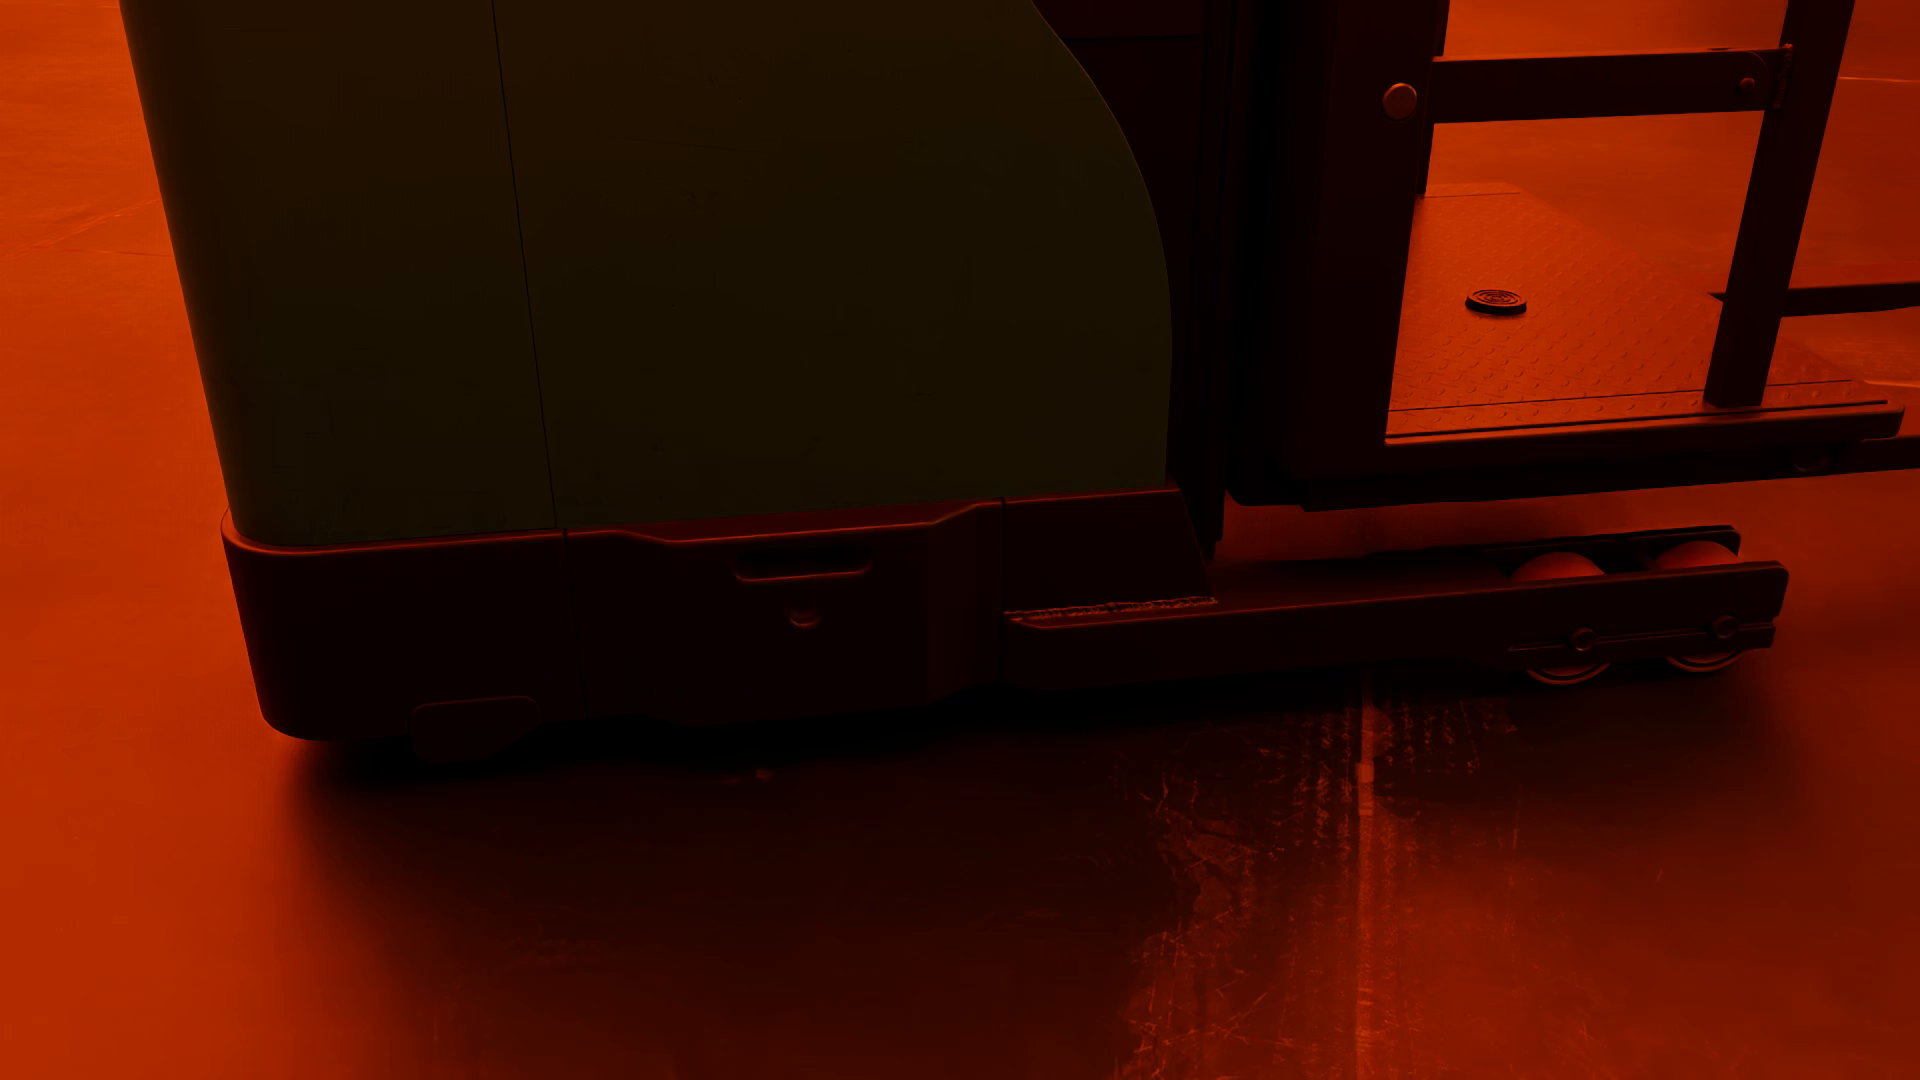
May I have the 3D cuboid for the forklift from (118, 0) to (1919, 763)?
[{"bbox_3d":[0.600,-1.354,1.930,3.031,2.935,1.130,-4,27,-9],"label":"forklift"}]
